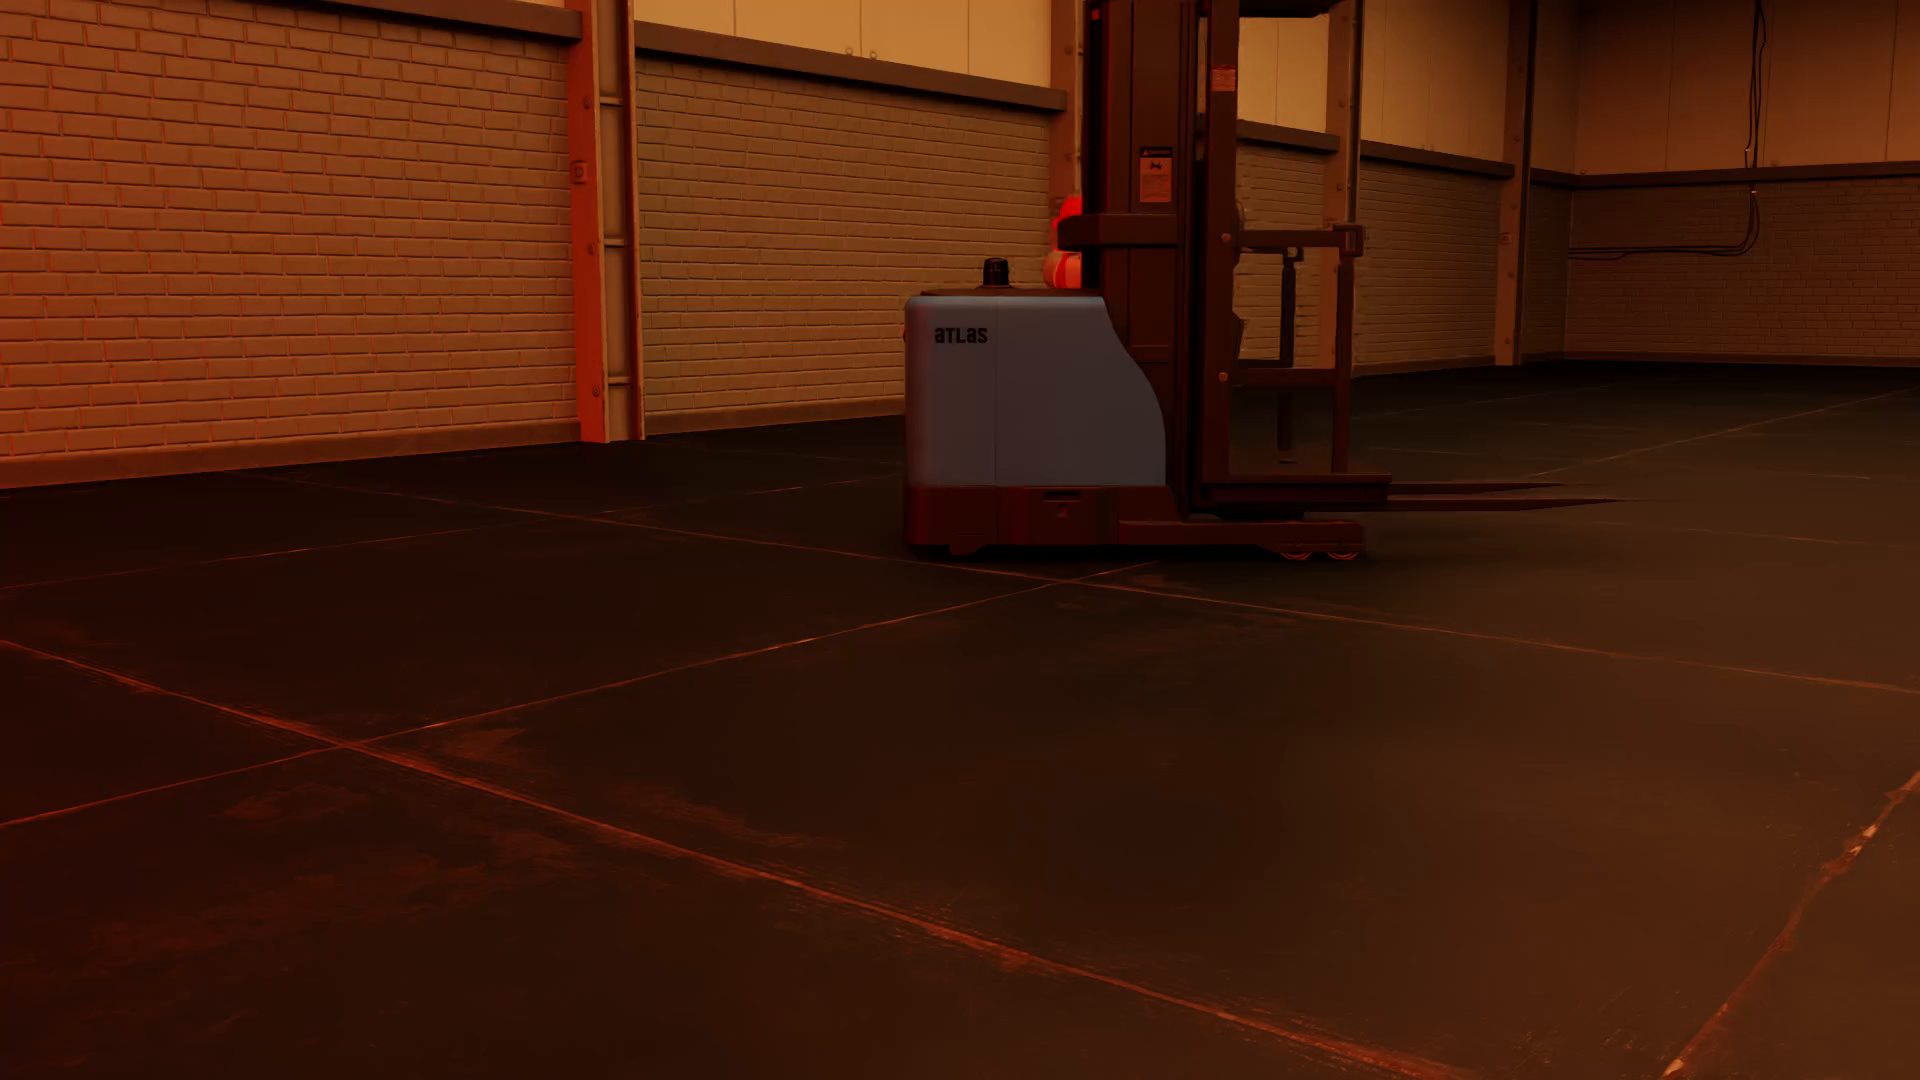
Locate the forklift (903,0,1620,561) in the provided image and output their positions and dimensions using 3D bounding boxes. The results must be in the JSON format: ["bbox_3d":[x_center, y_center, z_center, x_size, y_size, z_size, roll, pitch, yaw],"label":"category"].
[{"bbox_3d":[1.270,-1.440,7.124,3.031,2.935,1.130,0,8,-2],"label":"forklift"}]

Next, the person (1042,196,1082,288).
[{"bbox_3d":[0.873,-0.954,8.477,1.044,1.535,0.775,-1,8,-5],"label":"person"}]
